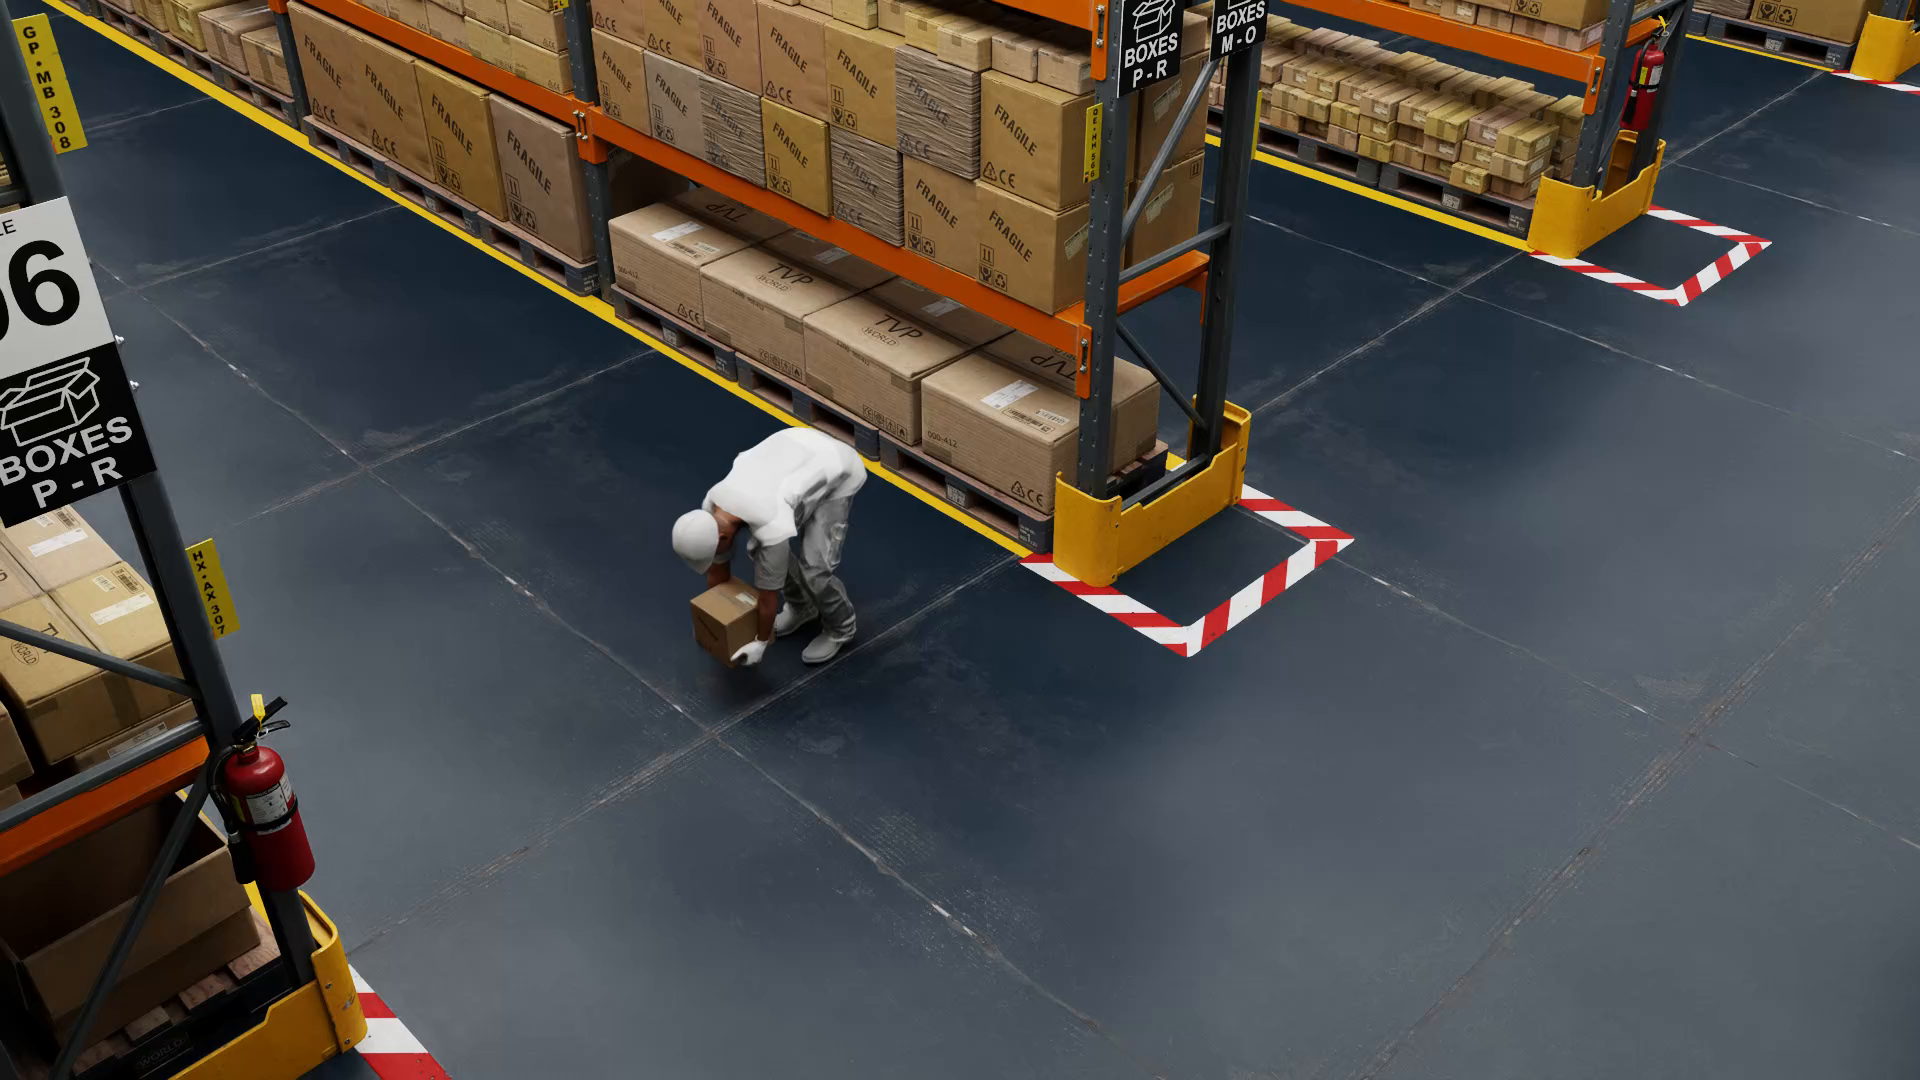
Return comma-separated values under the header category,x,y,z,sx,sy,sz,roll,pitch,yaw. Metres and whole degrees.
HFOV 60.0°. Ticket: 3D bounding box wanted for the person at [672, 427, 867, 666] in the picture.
category,x,y,z,sx,sy,sz,roll,pitch,yaw
person,-0.834,0.099,7.320,0.513,1.075,0.991,28,44,33
